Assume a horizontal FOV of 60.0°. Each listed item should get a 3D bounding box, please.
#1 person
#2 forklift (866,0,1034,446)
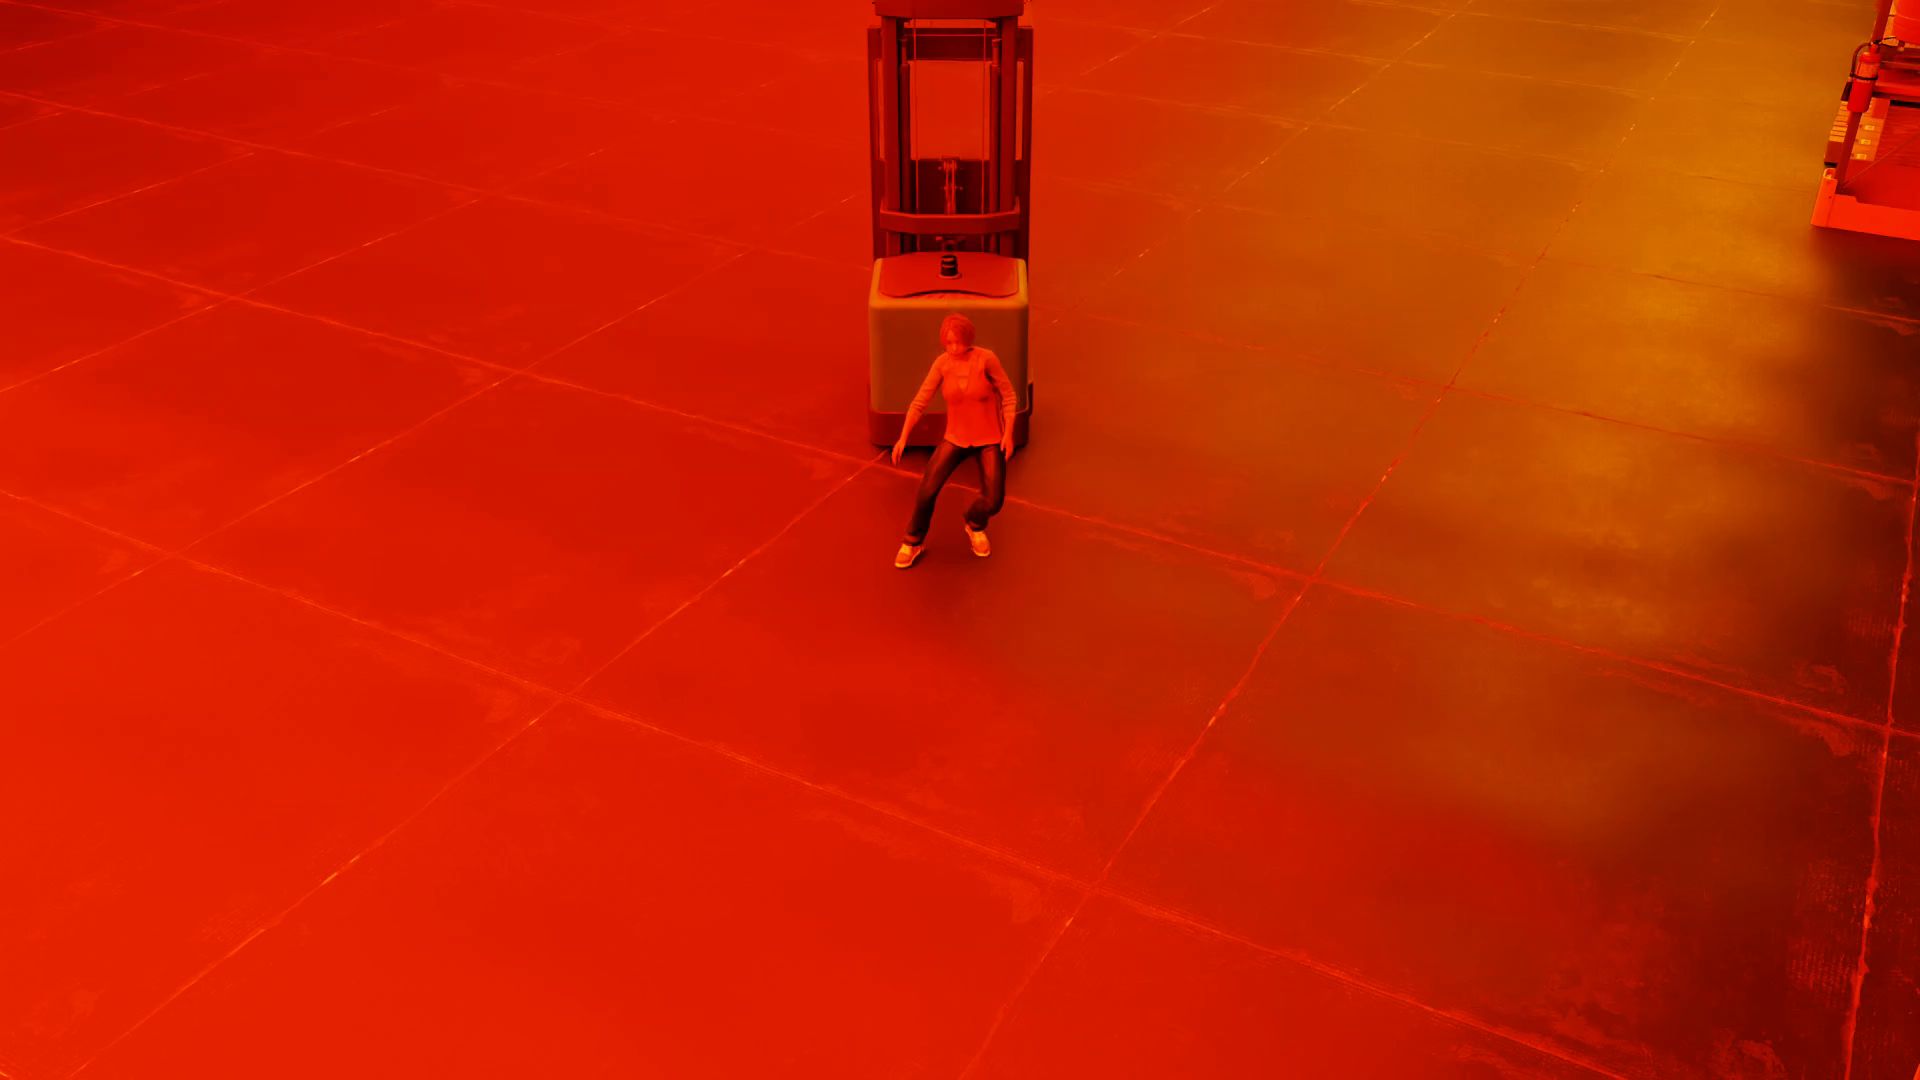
[{"bbox_3d":[-0.021,-0.545,9.458,0.684,1.480,0.513,5,30,8],"label":"person"},{"bbox_3d":[-0.061,-2.582,11.544,1.130,2.935,3.031,0,30,0],"label":"forklift"}]
